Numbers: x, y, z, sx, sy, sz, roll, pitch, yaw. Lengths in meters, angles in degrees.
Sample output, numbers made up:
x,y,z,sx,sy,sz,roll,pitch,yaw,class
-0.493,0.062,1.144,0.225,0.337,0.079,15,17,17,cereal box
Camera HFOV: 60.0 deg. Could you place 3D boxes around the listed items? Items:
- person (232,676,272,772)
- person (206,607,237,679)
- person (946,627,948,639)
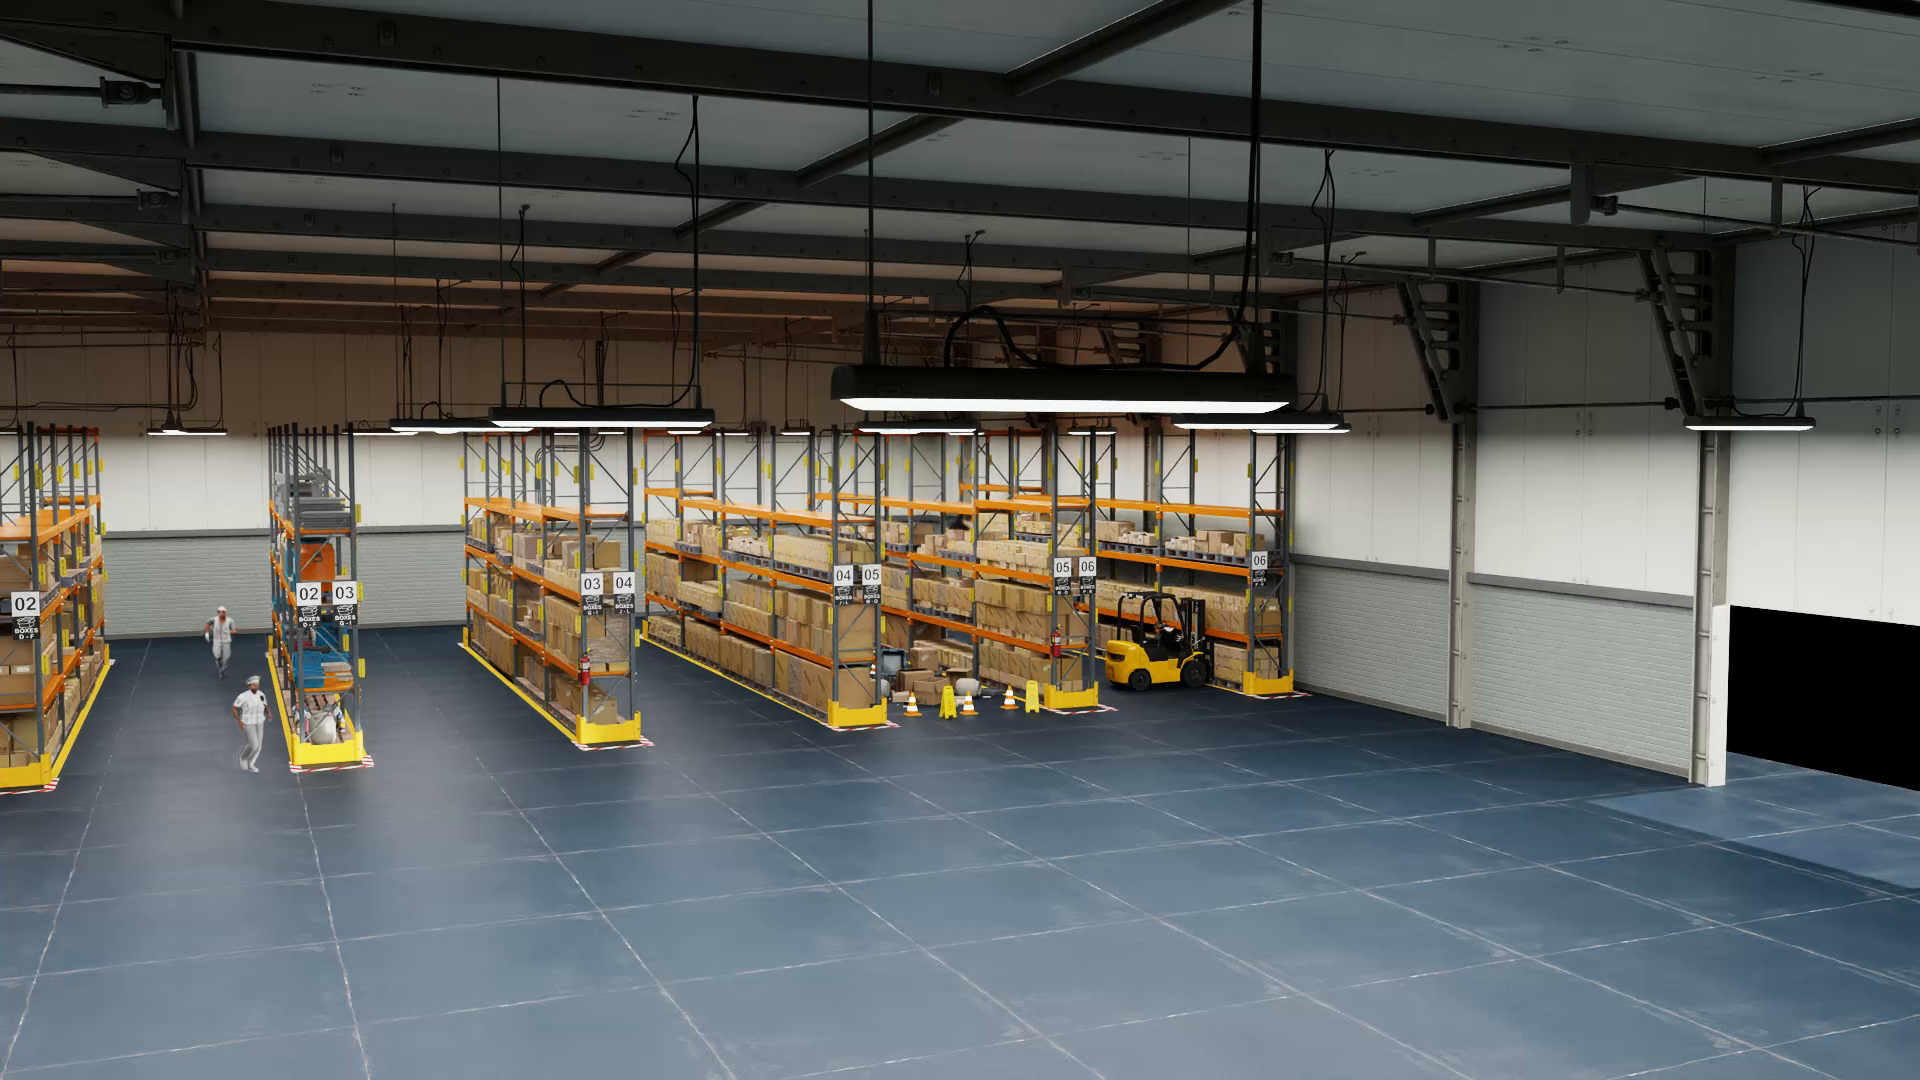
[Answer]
x,y,z,sx,sy,sz,roll,pitch,yaw,class
-12.094,3.153,28.528,0.546,1.663,0.595,2,4,33,person
-17.431,2.426,39.236,0.700,1.729,0.797,-1,4,-19,person
-0.485,2.098,45.192,0.683,1.737,0.595,-2,4,-26,person
